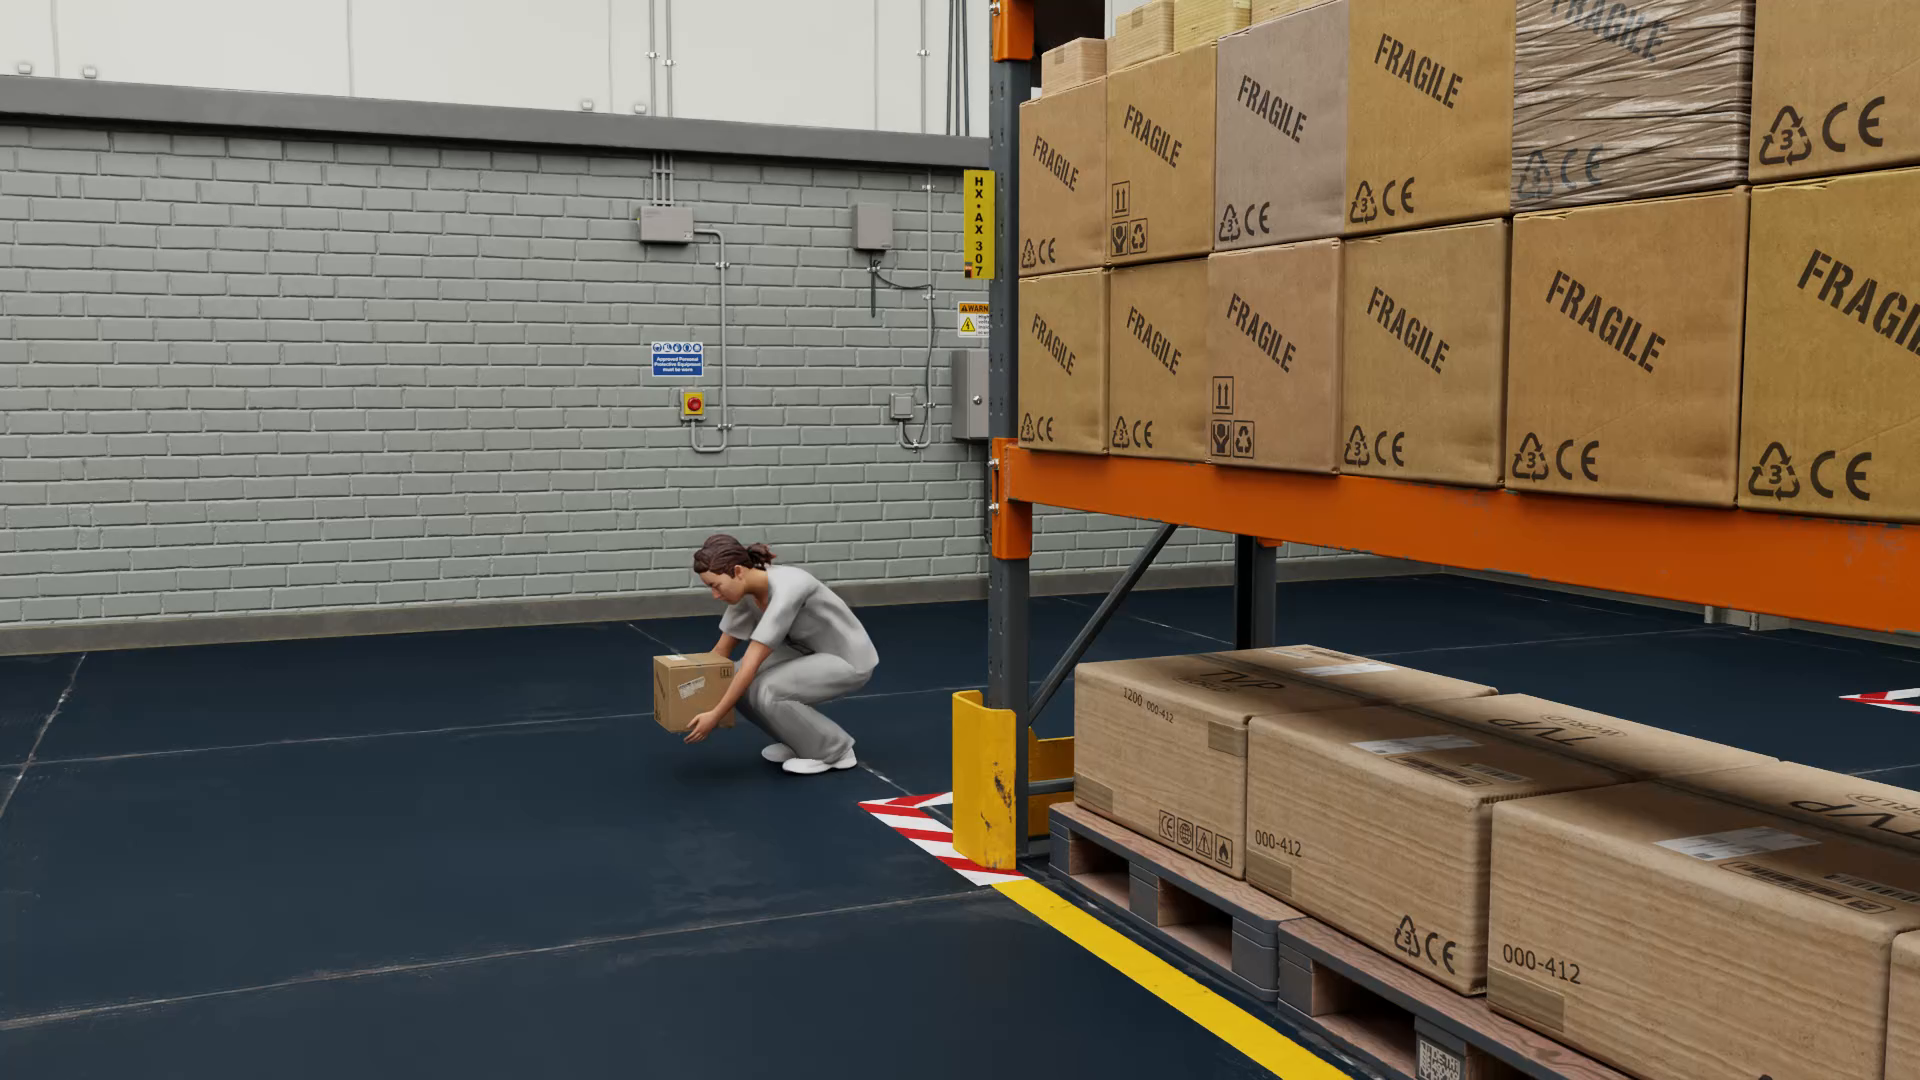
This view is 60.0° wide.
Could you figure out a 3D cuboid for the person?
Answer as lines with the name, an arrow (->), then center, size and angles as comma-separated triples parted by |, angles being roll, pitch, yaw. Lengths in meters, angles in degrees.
person -> -0.705, 0.429, 6.418 | 0.801, 0.932, 0.490 | -2, 6, -24
